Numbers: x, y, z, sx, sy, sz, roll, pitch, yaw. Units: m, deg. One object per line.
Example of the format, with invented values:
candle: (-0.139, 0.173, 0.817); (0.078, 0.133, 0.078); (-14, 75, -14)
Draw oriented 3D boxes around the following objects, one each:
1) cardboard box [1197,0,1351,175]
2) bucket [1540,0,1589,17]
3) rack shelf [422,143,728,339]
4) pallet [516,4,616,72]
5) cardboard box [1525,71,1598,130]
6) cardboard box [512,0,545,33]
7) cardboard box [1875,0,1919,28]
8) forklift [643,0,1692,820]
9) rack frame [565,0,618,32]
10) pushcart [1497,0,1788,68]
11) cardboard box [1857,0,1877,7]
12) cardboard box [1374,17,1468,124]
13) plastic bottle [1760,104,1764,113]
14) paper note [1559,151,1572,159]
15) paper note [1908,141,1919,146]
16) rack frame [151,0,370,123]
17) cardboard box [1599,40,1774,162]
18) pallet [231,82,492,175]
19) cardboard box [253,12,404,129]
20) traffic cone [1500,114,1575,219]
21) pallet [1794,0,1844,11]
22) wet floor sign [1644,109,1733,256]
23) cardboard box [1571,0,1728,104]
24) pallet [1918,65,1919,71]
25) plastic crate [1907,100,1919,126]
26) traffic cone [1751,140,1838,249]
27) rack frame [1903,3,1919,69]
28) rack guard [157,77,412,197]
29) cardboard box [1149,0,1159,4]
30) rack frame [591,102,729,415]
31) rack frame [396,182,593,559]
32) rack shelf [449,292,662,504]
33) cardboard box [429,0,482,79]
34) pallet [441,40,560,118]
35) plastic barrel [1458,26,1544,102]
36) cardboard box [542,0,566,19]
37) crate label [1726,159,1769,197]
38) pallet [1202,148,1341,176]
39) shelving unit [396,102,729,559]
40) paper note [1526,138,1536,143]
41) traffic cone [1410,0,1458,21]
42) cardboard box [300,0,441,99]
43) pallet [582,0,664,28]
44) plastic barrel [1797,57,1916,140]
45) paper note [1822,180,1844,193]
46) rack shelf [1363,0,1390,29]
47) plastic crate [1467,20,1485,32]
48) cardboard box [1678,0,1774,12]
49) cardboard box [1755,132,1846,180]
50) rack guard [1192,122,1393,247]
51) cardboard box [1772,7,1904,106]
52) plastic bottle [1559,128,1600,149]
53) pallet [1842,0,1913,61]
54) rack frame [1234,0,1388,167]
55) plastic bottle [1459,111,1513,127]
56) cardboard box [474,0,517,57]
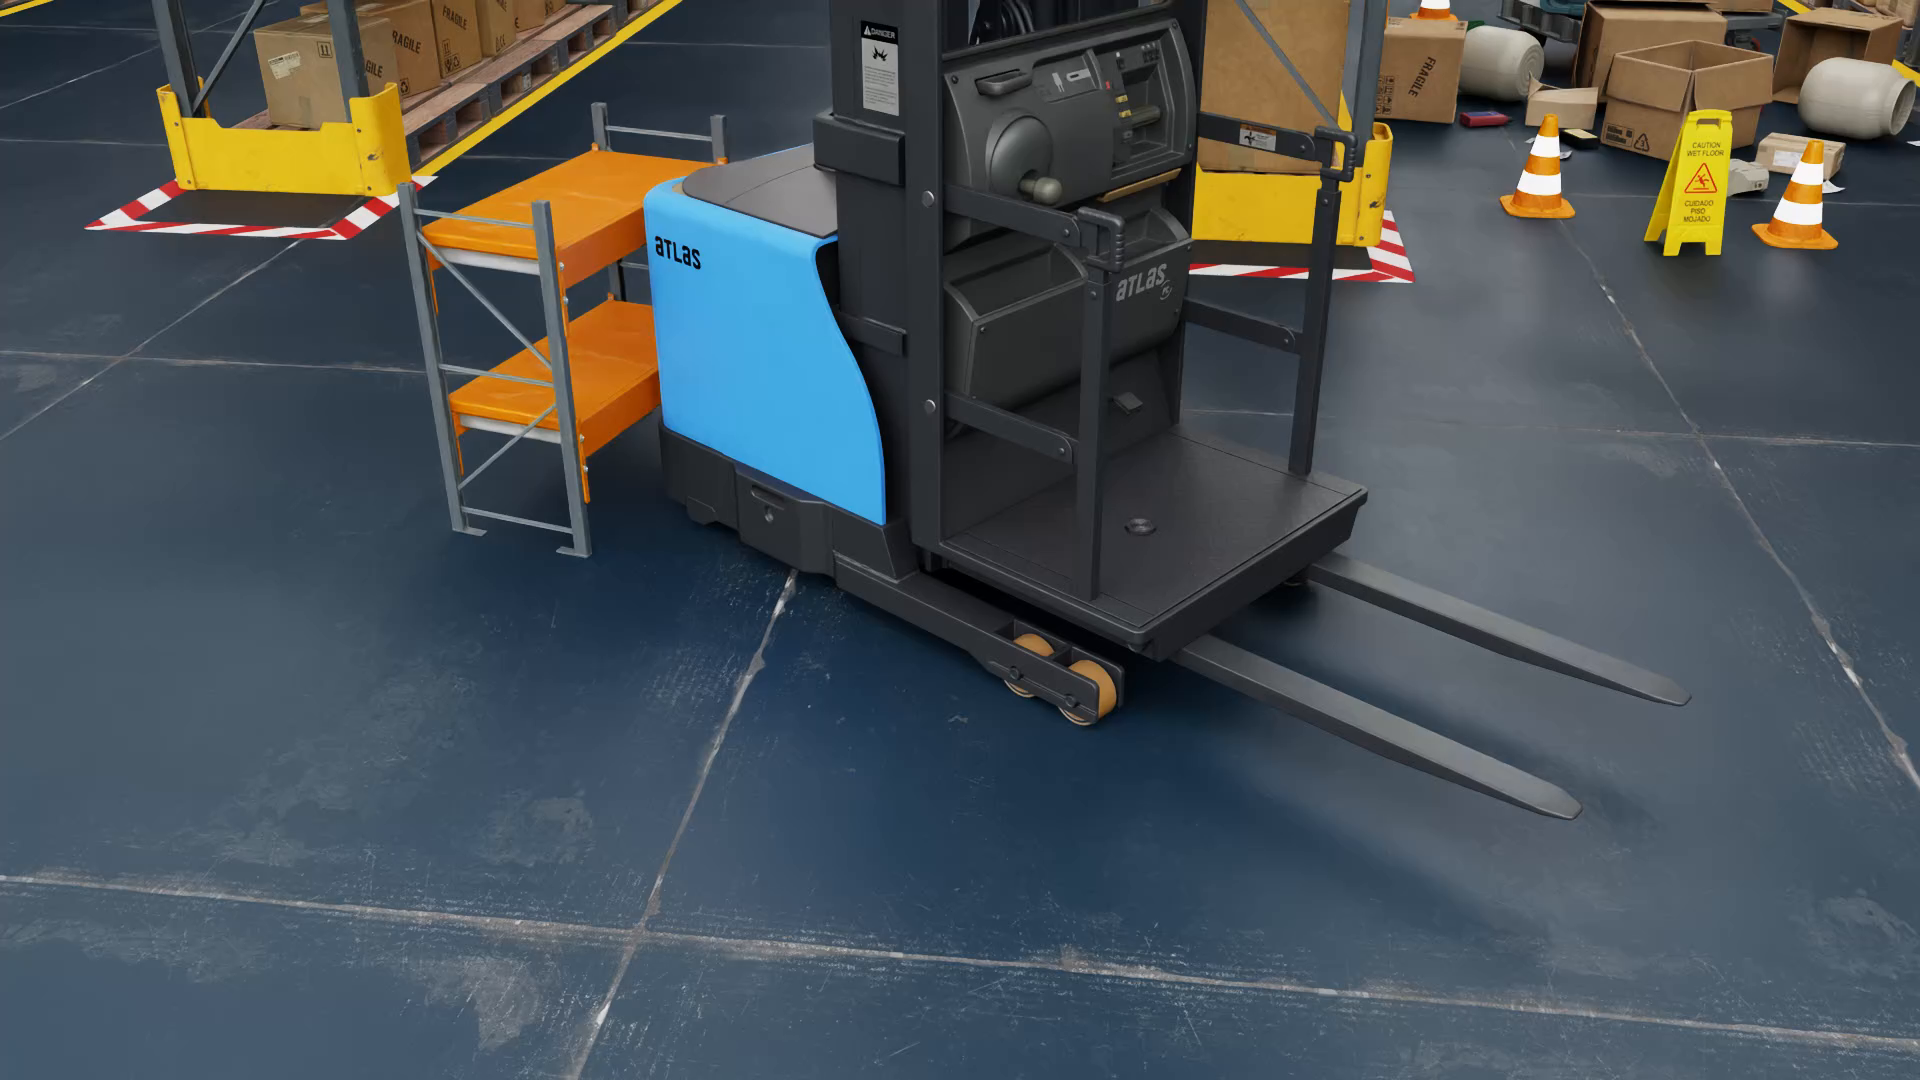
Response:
cardboard box: (1.436, -2.391, 8.324); (0.875, 0.875, 0.875); (4, 29, 6)
bucket: (4.180, -3.732, 10.863); (0.726, 0.611, 0.620); (14, 21, 24)
rack shelf: (-1.193, -0.970, 5.247); (0.538, 0.278, 1.000); (11, 30, 19)
pallet: (-3.049, -3.492, 11.509); (1.003, 0.211, 1.213); (3, 28, 6)
cardboard box: (3.526, -2.582, 9.763); (0.396, 0.266, 0.258); (8, 29, 15)
cardboard box: (-3.153, -3.666, 11.085); (0.500, 0.500, 0.500); (13, 31, 22)
cardboard box: (6.895, -3.737, 11.351); (0.950, 0.372, 0.625); (4, 29, 7)
forklift: (0.461, -1.087, 4.177); (3.031, 2.935, 1.130); (24, 36, 37)
rack frame: (-3.002, -5.038, 11.438); (1.000, 3.000, 0.127); (3, 28, 6)
pushcart: (4.565, -3.416, 11.193); (1.648, 0.377, 0.936); (-6, 29, -11)
cardboard box: (6.980, -4.075, 11.980); (0.950, 0.372, 0.625); (5, 29, 9)
cardboard box: (2.737, -2.812, 9.940); (0.500, 0.500, 0.500); (8, 29, 15)
plastic bottle: (4.814, -2.670, 10.141); (0.133, 0.061, 0.283); (8, 29, 15)
paper note: (3.290, -2.131, 9.175); (0.144, 0.017, 0.142); (14, 31, 24)
paper note: (5.451, -2.237, 9.370); (0.142, 0.019, 0.148); (-6, 29, -11)
rack frame: (-3.492, -3.155, 7.943); (1.000, 3.000, 0.127); (3, 28, 6)
cardboard box: (4.046, -2.454, 9.274); (0.797, 0.503, 0.637); (-17, 33, -29)
pallet: (-3.348, -2.343, 9.377); (1.003, 0.211, 1.213); (3, 28, 6)
cardboard box: (-3.399, -2.532, 8.980); (0.500, 0.500, 0.500); (9, 30, 16)
traffic cone: (2.893, -1.870, 8.232); (0.336, 0.463, 0.334); (3, 28, 6)
pallet: (7.075, -4.177, 12.780); (1.003, 0.211, 1.213); (3, 28, 6)
wet floor sign: (3.380, -1.654, 7.639); (0.267, 0.644, 0.232); (-1, 28, -3)
cardboard box: (4.153, -2.954, 10.060); (0.797, 0.637, 0.503); (3, 28, 6)
pallet: (6.786, -2.916, 10.440); (1.003, 0.211, 1.213); (3, 28, 6)
plastic crate: (5.827, -2.485, 9.778); (0.402, 0.080, 0.583); (-6, 29, -11)
traffic cone: (3.973, -1.644, 7.813); (0.336, 0.463, 0.334); (3, 28, 6)
rack frame: (6.834, -4.462, 10.369); (1.000, 3.000, 0.127); (3, 28, 6)
rack guard: (-3.482, -2.090, 8.602); (1.175, 0.500, 0.348); (3, 28, 6)
cardboard box: (1.895, -4.194, 11.801); (1.050, 0.750, 0.750); (3, 28, 6)
rack frame: (-1.006, -0.936, 5.802); (0.500, 1.125, 0.032); (11, 30, 19)
rack frame: (-1.380, -0.488, 4.970); (0.500, 1.125, 0.032); (11, 30, 19)
rack shelf: (-1.193, -0.497, 5.502); (0.538, 0.278, 1.000); (11, 30, 19)
cardboard box: (-3.264, -3.109, 10.051); (0.500, 0.500, 0.500); (6, 29, 11)
pallet: (-3.196, -2.916, 10.440); (1.003, 0.211, 1.213); (3, 28, 6)
plastic barrel: (3.292, -2.944, 10.269); (0.421, 0.421, 0.512); (-24, 36, -37)
cardboard box: (-3.090, -3.936, 11.586); (0.500, 0.500, 0.500); (3, 28, 5)
crate label: (4.007, -1.874, 8.584); (0.250, 0.136, 0.298); (-11, 30, -20)
pallet: (1.439, -1.972, 8.688); (1.003, 0.211, 1.213); (3, 28, 6)
shelving unit: (-1.193, -0.712, 5.386); (0.538, 1.125, 1.048); (11, 30, 19)
paper note: (3.252, -2.275, 9.463); (0.032, 0.001, 0.123); (20, 34, 32)
traffic cone: (3.572, -4.128, 12.425); (0.336, 0.463, 0.334); (3, 28, 6)
cardboard box: (-3.359, -2.816, 9.506); (0.500, 0.500, 0.500); (11, 30, 19)
pallet: (-2.908, -4.177, 12.780); (1.003, 0.211, 1.213); (3, 28, 6)
plastic barrel: (5.094, -2.505, 9.453); (0.421, 0.421, 0.512); (-24, 36, -37)
paper note: (4.484, -1.832, 8.619); (0.148, 0.019, 0.142); (-6, 29, -11)
rack shelf: (1.664, -3.444, 9.238); (1.077, 0.370, 4.000); (3, 28, 6)
plastic crate: (3.187, -3.331, 11.175); (0.450, 0.188, 0.662); (9, 28, 37)
cardboard box: (5.063, -3.784, 10.948); (0.500, 0.500, 0.500); (3, 28, 6)
cardboard box: (4.499, -2.058, 8.913); (0.380, 0.149, 0.250); (20, 34, 32)
rack guard: (1.416, -1.707, 7.892); (1.175, 0.500, 0.348); (3, 28, 6)
cardboard box: (5.352, -2.937, 10.172); (0.500, 0.500, 0.500); (-24, 36, -37)
plastic bottle: (3.491, -2.280, 9.419); (0.133, 0.061, 0.283); (-6, 29, -11)
pallet: (6.928, -3.601, 11.711); (1.003, 0.211, 1.213); (3, 28, 6)
rack frame: (1.418, -2.819, 7.320); (1.000, 3.000, 0.127); (3, 28, 6)
plastic bottle: (3.100, -2.478, 9.785); (0.283, 0.061, 0.133); (-6, 29, -11)
cardboard box: (-3.151, -3.369, 10.534); (0.500, 0.500, 0.500); (1, 28, 2)
